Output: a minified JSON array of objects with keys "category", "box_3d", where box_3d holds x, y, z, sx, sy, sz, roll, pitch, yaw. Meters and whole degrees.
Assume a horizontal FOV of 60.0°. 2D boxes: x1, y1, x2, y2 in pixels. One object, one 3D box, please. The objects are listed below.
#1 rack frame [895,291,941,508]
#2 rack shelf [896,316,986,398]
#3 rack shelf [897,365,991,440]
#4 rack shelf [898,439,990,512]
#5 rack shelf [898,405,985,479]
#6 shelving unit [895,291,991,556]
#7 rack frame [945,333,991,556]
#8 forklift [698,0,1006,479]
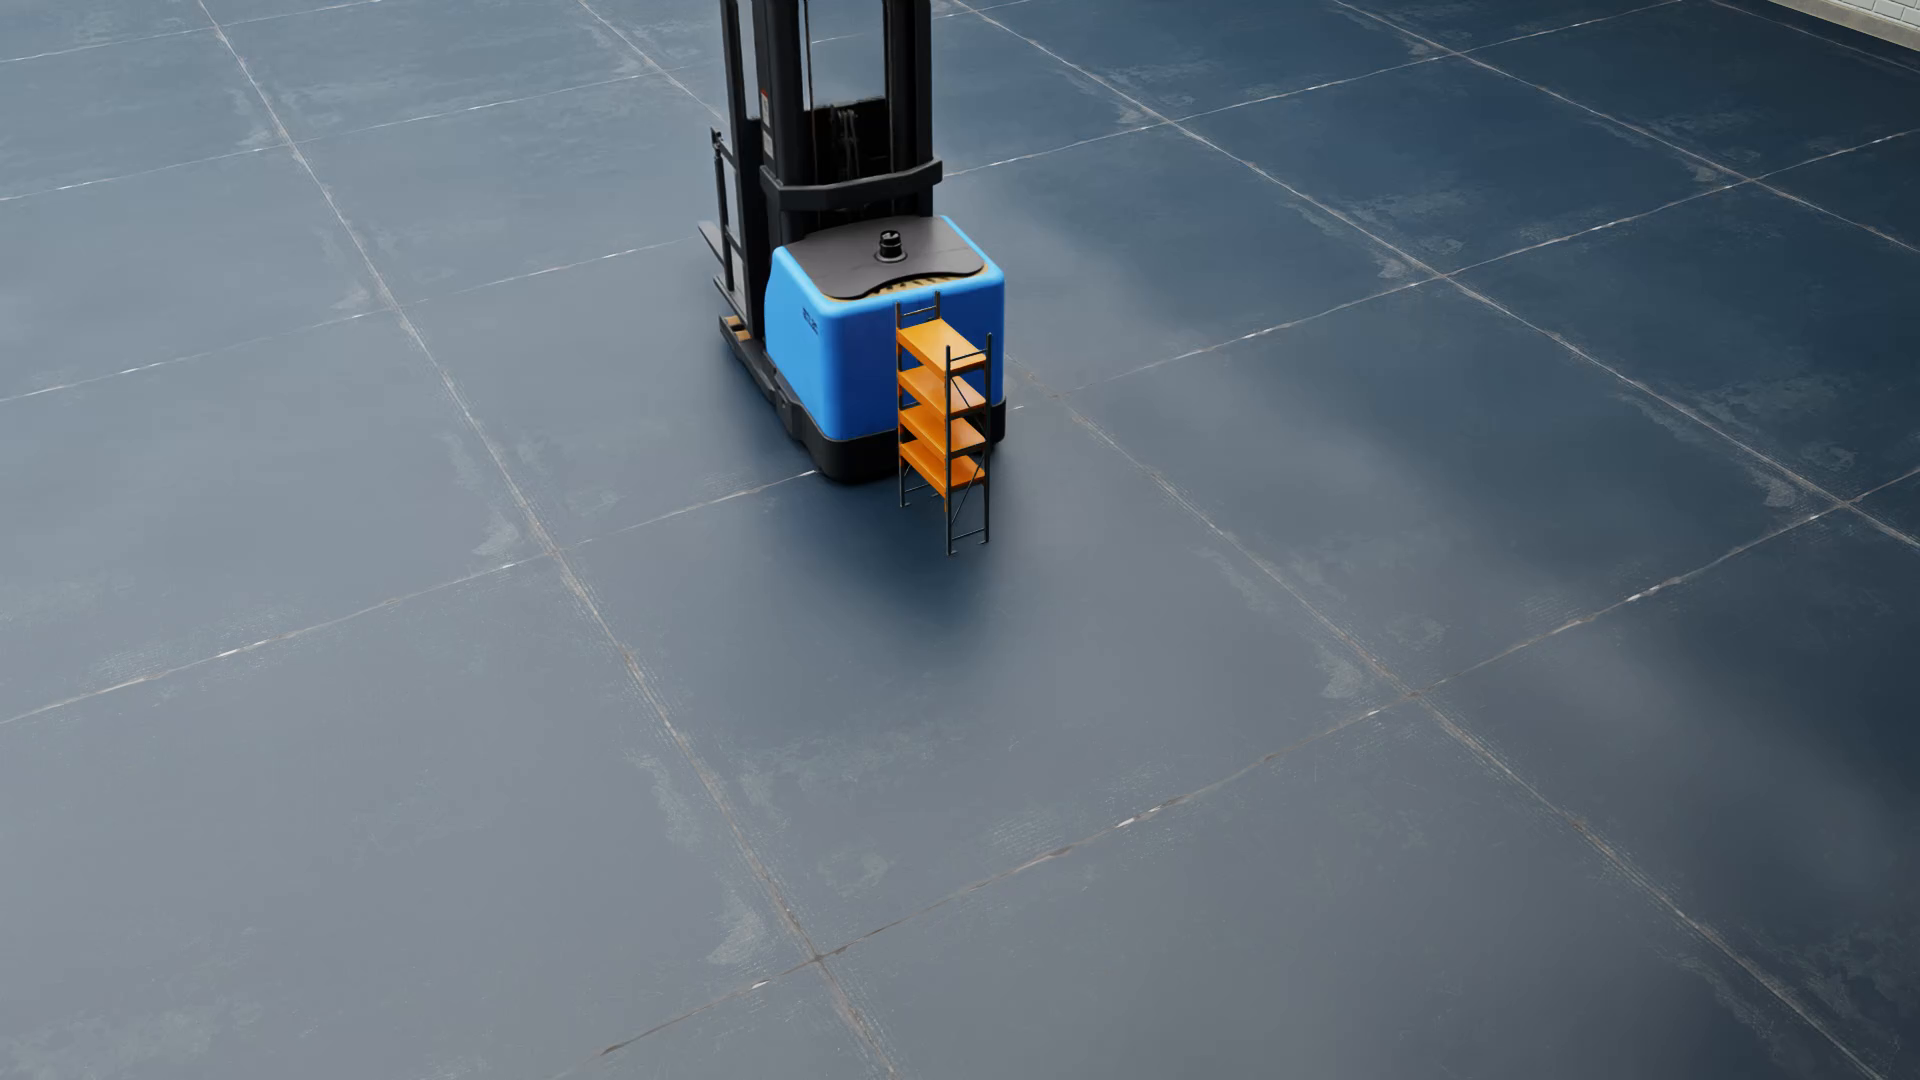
[{"category":"rack frame","box_3d":[-0.206,-0.693,8.409,0.240,1.200,0.015,-19,40,-24]},{"category":"rack shelf","box_3d":[-0.083,-0.886,8.007,0.258,0.148,0.480,-19,40,-24]},{"category":"rack shelf","box_3d":[-0.083,-0.695,8.147,0.258,0.148,0.480,-19,40,-24]},{"category":"rack shelf","box_3d":[-0.083,-0.354,8.396,0.258,0.148,0.480,-19,40,-24]},{"category":"rack shelf","box_3d":[-0.083,-0.515,8.279,0.258,0.148,0.480,-19,40,-24]},{"category":"shelving unit","box_3d":[-0.083,-0.569,8.239,0.258,1.200,0.503,-19,40,-24]},{"category":"rack frame","box_3d":[0.039,-0.445,8.069,0.240,1.200,0.015,-19,40,-24]},{"category":"forklift","box_3d":[-0.810,-2.367,9.234,1.130,2.935,3.031,-15,39,-19]}]
